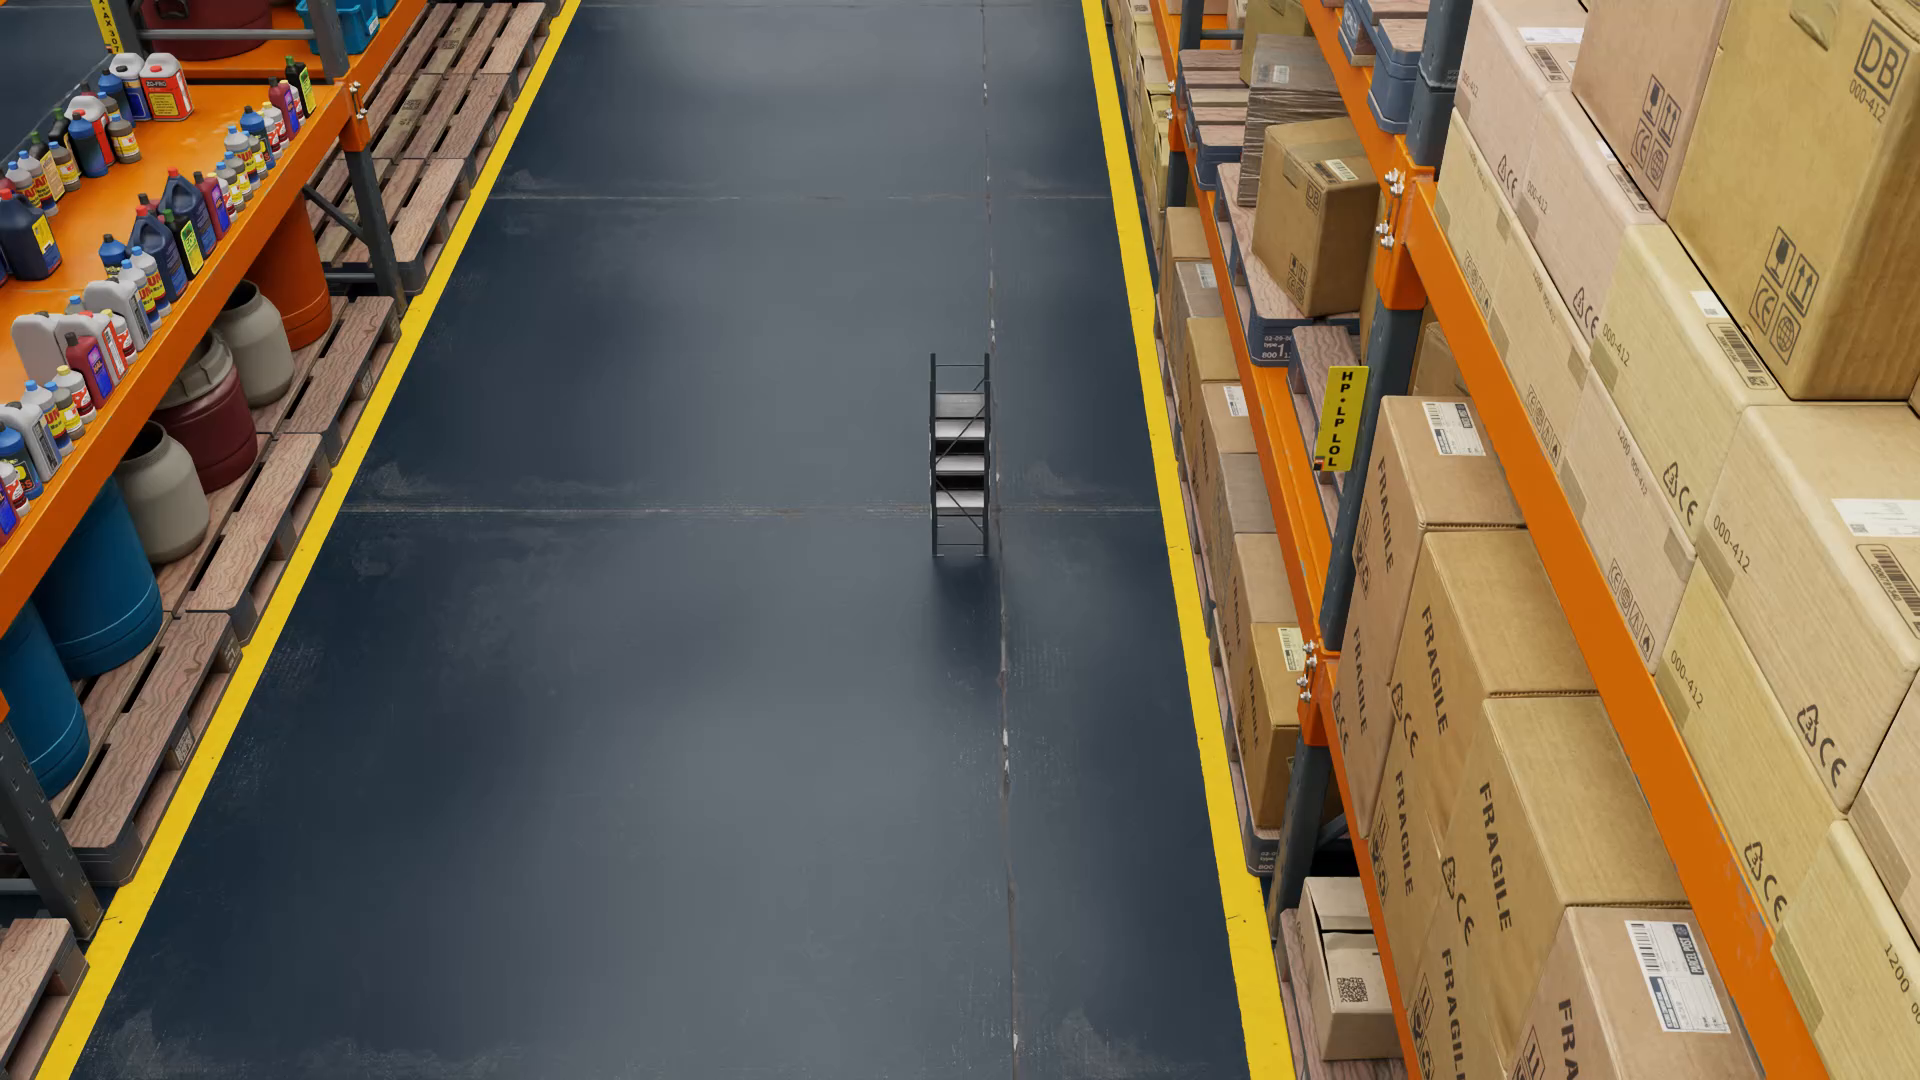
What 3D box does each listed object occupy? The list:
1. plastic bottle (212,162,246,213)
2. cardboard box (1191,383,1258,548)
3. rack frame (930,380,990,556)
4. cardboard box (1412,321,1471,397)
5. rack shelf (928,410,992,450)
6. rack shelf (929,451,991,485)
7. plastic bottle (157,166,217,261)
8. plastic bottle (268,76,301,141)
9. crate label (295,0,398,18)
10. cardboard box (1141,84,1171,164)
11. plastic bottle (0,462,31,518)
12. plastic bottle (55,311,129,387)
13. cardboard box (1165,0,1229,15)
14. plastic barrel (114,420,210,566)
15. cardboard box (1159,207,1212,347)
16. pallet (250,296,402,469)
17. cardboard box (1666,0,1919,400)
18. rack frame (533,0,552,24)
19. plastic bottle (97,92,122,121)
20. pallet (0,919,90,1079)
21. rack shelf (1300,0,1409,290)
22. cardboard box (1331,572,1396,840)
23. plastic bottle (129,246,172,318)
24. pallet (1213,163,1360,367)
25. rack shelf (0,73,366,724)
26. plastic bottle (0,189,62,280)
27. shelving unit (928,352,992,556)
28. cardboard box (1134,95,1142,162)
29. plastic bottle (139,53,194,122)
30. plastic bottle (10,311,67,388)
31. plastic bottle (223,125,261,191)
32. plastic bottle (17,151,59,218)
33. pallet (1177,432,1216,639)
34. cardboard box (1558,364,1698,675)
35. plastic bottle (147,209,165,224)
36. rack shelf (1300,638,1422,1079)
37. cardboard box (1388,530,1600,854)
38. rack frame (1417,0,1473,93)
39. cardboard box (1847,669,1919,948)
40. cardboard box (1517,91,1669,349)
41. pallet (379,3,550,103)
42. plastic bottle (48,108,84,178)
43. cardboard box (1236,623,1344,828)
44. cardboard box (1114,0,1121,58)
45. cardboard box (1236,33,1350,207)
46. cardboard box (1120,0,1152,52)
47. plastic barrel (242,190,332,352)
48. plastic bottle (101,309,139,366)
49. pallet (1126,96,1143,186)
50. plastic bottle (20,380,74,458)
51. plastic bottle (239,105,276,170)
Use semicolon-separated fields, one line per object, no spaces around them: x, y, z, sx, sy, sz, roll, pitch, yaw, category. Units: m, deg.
-3.006;-1.451;6.821;0.097;0.201;0.097;0;39;0;plastic bottle
1.259;-0.308;6.883;0.500;0.500;0.500;-1;39;-2;cardboard box
0.000;-0.282;6.883;0.240;0.900;0.006;0;39;0;rack frame
1.765;-0.362;4.887;0.700;0.500;0.500;-13;40;-15;cardboard box
0.000;-0.461;6.871;0.258;0.077;0.200;0;39;0;rack shelf
0.000;-0.320;6.983;0.258;0.077;0.200;0;39;0;rack shelf
-3.029;-1.277;6.484;0.144;0.351;0.185;0;39;0;plastic bottle
-2.989;-1.920;7.341;0.061;0.283;0.133;0;39;0;plastic bottle
-3.147;-2.998;8.564;0.502;0.435;0.616;0;39;0;crate label
1.283;-2.326;9.169;0.500;0.311;0.500;-1;39;-1;cardboard box
-3.004;-0.169;5.221;0.097;0.201;0.097;0;39;0;plastic bottle
-3.032;-0.682;5.801;0.152;0.276;0.135;0;39;0;plastic bottle
1.260;-2.828;8.582;0.380;0.149;0.250;0;39;0;cardboard box
-3.307;-0.191;6.743;0.421;0.512;0.421;0;39;0;plastic barrel
1.252;-1.276;8.090;0.500;0.500;0.500;2;39;2;cardboard box
-3.374;-0.782;8.057;1.003;0.211;1.213;0;39;0;pallet
1.446;-0.533;2.238;0.700;0.500;0.500;0;39;0;cardboard box
-3.421;-4.864;10.921;1.000;3.000;0.127;0;39;0;rack frame
-3.766;-1.881;7.358;0.097;0.201;0.097;0;39;0;plastic bottle
-3.372;1.686;4.977;1.003;0.211;1.213;0;39;0;pallet
1.539;-2.003;5.528;1.077;0.370;4.000;0;39;0;rack shelf
1.270;0.417;4.251;0.500;0.500;0.500;1;39;1;cardboard box
-3.005;-0.959;6.150;0.097;0.271;0.097;0;39;0;plastic bottle
1.544;-1.073;6.344;1.003;0.211;1.213;0;39;0;pallet
-3.414;-0.831;6.464;1.077;0.370;4.000;0;39;0;rack shelf
-3.589;-1.190;6.376;0.144;0.351;0.185;0;39;0;plastic bottle
0.000;-0.346;6.962;0.258;0.900;0.210;0;39;0;shelving unit
1.291;-2.421;9.735;0.500;0.250;0.500;1;39;1;cardboard box
-3.587;-2.044;7.501;0.152;0.276;0.135;0;39;0;plastic bottle
-3.184;-0.682;5.801;0.152;0.276;0.135;0;39;0;plastic bottle
-3.007;-1.600;6.951;0.097;0.271;0.097;0;39;0;plastic bottle
-3.765;-1.452;6.766;0.097;0.271;0.097;0;39;0;plastic bottle
1.499;-0.048;7.141;1.003;0.211;1.213;0;39;0;pallet
1.290;-0.045;2.629;0.500;0.250;0.500;0;39;0;cardboard box
-3.048;-1.151;6.381;0.061;0.283;0.133;0;39;0;plastic bottle
1.544;1.669;3.344;1.077;0.370;4.000;0;39;0;rack shelf
1.262;0.326;3.566;0.500;0.500;0.500;-1;39;-1;cardboard box
1.542;-2.204;2.804;1.000;3.000;0.127;0;39;0;rack frame
1.293;0.385;1.692;0.500;0.250;0.500;0;39;0;cardboard box
1.296;-0.553;2.863;0.500;0.250;0.500;0;39;0;cardboard box
-3.381;-3.285;11.181;1.003;0.211;1.213;0;39;0;pallet
-3.784;-1.673;7.033;0.061;0.283;0.133;0;39;0;plastic bottle
1.255;0.633;5.709;0.500;0.500;0.500;0;39;0;cardboard box
1.284;-3.384;10.937;0.500;0.250;0.500;1;39;1;cardboard box
1.461;-1.601;6.434;0.700;0.500;0.500;7;39;8;cardboard box
1.281;-3.280;10.359;0.500;0.311;0.500;-1;39;-2;cardboard box
-3.399;-1.374;7.965;0.600;0.830;0.708;0;39;0;plastic barrel
-3.005;-0.725;5.915;0.097;0.201;0.097;0;39;0;plastic bottle
1.577;-2.552;10.265;1.003;0.211;1.213;0;39;0;pallet
-3.004;-0.402;5.456;0.097;0.271;0.097;0;39;0;plastic bottle
-3.007;-1.722;7.103;0.097;0.271;0.097;0;39;0;plastic bottle
